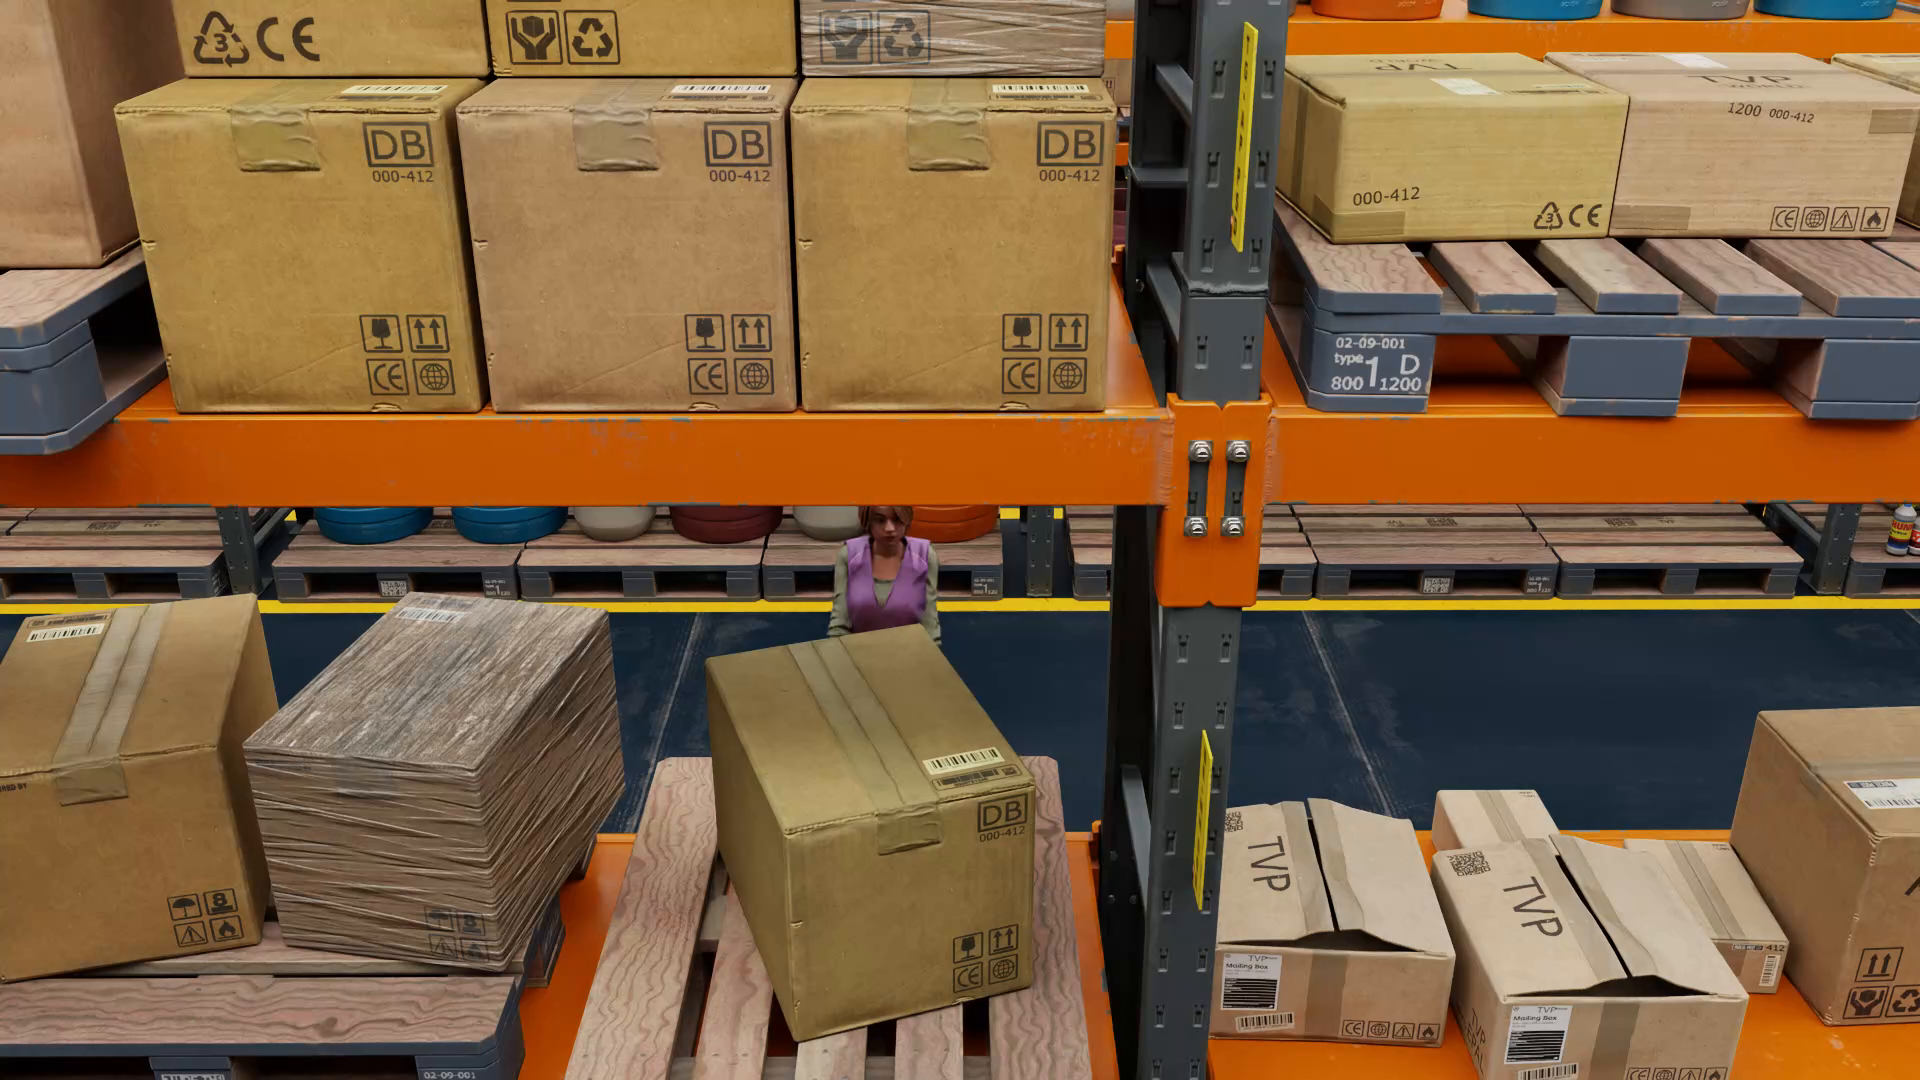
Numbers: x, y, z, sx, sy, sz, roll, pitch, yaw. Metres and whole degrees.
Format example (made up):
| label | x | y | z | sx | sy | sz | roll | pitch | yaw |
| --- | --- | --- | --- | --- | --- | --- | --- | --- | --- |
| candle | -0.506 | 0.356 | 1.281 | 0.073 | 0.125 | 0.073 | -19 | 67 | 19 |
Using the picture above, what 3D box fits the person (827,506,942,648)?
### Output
| label | x | y | z | sx | sy | sz | roll | pitch | yaw |
| --- | --- | --- | --- | --- | --- | --- | --- | --- | --- |
| person | -0.262 | 0.571 | 5.873 | 0.397 | 1.593 | 0.495 | 0 | 24 | 0 |
